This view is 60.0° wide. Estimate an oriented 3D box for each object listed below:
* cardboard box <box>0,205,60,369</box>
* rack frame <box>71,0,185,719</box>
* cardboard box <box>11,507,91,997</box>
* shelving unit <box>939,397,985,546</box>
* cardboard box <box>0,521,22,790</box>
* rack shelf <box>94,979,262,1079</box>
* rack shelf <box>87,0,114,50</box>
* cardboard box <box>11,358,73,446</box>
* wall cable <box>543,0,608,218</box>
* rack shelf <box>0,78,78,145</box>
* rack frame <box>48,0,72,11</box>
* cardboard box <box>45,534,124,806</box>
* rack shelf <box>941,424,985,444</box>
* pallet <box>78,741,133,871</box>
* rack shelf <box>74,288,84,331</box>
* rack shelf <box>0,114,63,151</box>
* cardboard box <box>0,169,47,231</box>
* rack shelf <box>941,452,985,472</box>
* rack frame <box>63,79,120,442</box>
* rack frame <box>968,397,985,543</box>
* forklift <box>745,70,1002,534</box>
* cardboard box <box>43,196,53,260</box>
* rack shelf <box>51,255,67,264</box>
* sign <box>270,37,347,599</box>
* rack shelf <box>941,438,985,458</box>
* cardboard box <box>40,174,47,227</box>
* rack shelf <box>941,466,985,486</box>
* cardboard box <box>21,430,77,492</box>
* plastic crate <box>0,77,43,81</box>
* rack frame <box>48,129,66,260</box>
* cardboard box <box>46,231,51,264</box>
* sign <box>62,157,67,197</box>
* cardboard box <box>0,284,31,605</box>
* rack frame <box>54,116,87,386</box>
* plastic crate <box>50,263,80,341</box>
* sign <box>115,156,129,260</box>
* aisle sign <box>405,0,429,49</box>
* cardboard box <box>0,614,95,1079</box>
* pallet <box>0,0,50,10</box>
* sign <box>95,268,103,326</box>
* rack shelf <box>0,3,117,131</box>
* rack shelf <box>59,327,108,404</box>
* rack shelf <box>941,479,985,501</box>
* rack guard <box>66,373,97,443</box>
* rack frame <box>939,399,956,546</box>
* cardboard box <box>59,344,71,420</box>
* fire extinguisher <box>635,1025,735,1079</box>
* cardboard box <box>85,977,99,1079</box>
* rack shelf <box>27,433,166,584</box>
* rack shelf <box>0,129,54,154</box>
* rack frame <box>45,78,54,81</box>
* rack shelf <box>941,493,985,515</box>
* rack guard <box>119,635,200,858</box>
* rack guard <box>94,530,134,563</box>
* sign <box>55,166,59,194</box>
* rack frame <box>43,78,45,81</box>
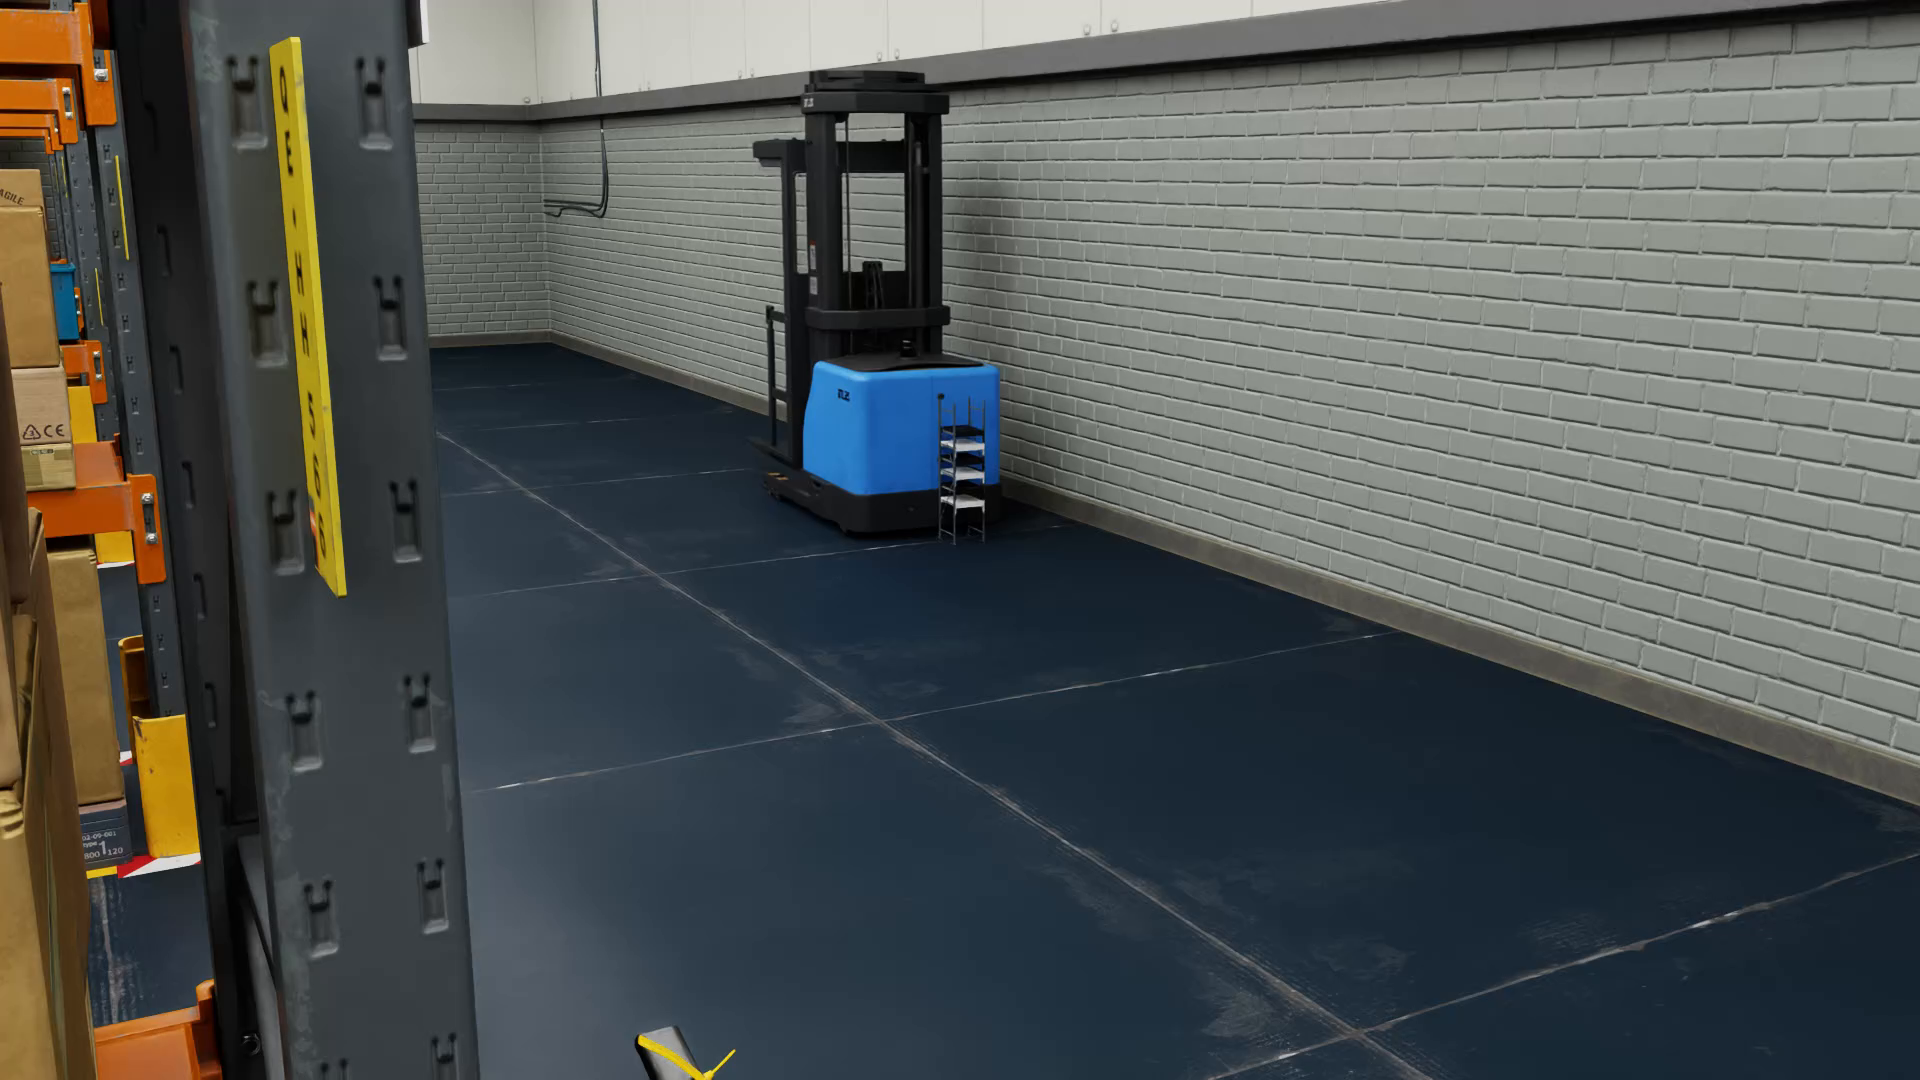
[{"bbox_3d":[-3.234,-0.825,5.399,0.500,0.500,0.500,-7,14,-27],"label":"cardboard box"},{"bbox_3d":[-2.932,-0.489,5.950,0.127,3.000,1.000,-7,14,-28],"label":"rack frame"},{"bbox_3d":[-1.171,0.278,1.638,0.500,0.500,0.500,-6,14,-25],"label":"cardboard box"},{"bbox_3d":[0.011,-0.437,10.503,0.210,0.900,0.258,-6,14,-24],"label":"shelving unit"},{"bbox_3d":[-0.927,-0.108,1.075,0.500,0.500,0.500,-7,15,-29],"label":"cardboard box"},{"bbox_3d":[-2.400,1.039,0.800,4.000,0.370,1.077,-7,14,-28],"label":"rack shelf"},{"bbox_3d":[-2.400,-0.425,0.470,4.000,0.370,1.077,-7,14,-28],"label":"rack shelf"},{"bbox_3d":[-3.230,-0.459,5.480,0.500,0.250,0.500,-7,15,-29],"label":"cardboard box"},{"bbox_3d":[-4.916,-5.291,20.695,0.112,2.526,3.097,-7,14,-28],"label":"wall cable"},{"bbox_3d":[-7.061,-2.345,9.006,4.000,0.370,1.077,-7,14,-28],"label":"rack shelf"},{"bbox_3d":[-5.305,-4.370,9.533,0.127,3.000,1.000,-7,14,-28],"label":"rack frame"},{"bbox_3d":[-3.455,0.425,5.769,0.875,0.875,0.875,-7,14,-28],"label":"cardboard box"},{"bbox_3d":[0.011,-0.668,10.451,0.200,0.077,0.258,-6,14,-24],"label":"rack shelf"},{"bbox_3d":[-3.596,0.971,5.815,1.213,0.211,1.003,-7,14,-28],"label":"pallet"},{"bbox_3d":[-9.431,-1.837,13.579,4.000,0.370,1.077,-7,14,-28],"label":"rack shelf"},{"bbox_3d":[-9.431,-3.300,13.249,4.000,0.370,1.077,-7,14,-28],"label":"rack shelf"},{"bbox_3d":[-7.934,-2.835,13.870,0.500,0.500,0.500,-7,14,-28],"label":"cardboard box"},{"bbox_3d":[0.011,-0.493,10.490,0.200,0.077,0.258,-6,14,-24],"label":"rack shelf"},{"bbox_3d":[-5.305,-1.443,10.191,0.127,3.000,1.000,-7,14,-28],"label":"rack frame"},{"bbox_3d":[0.103,-0.447,10.545,0.006,0.900,0.240,-6,14,-24],"label":"rack frame"},{"bbox_3d":[-0.784,-1.749,11.706,1.130,2.935,3.031,-6,14,-23],"label":"forklift"},{"bbox_3d":[-10.495,-3.443,18.395,0.700,0.700,0.980,-6,14,-25],"label":"cardboard box"},{"bbox_3d":[-11.808,-2.791,17.819,4.000,0.370,1.077,-7,14,-28],"label":"rack shelf"},{"bbox_3d":[-0.396,-0.132,1.009,0.005,0.325,0.100,-7,14,-28],"label":"sign"},{"bbox_3d":[0.011,-0.580,10.470,0.200,0.077,0.258,-6,14,-24],"label":"rack shelf"},{"bbox_3d":[-8.191,-2.939,14.332,0.500,0.500,0.500,-6,14,-26],"label":"cardboard box"},{"bbox_3d":[0.011,-0.405,10.510,0.200,0.077,0.258,-6,14,-24],"label":"rack shelf"},{"bbox_3d":[-3.087,-0.265,5.529,0.250,0.149,0.380,-7,14,-27],"label":"cardboard box"},{"bbox_3d":[-5.777,-2.856,9.935,0.590,0.269,0.497,-7,14,-28],"label":"plastic crate"},{"bbox_3d":[-10.052,-3.353,18.675,0.127,3.000,1.000,-7,14,-28],"label":"rack frame"},{"bbox_3d":[-7.938,-2.348,13.981,0.500,0.500,0.500,-6,14,-26],"label":"cardboard box"},{"bbox_3d":[-7.427,-3.008,13.788,0.005,0.325,0.100,-7,14,-28],"label":"sign"},{"bbox_3d":[-1.165,-0.208,1.519,0.500,0.500,0.500,-7,14,-28],"label":"cardboard box"},{"bbox_3d":[-7.675,-2.398,14.435,0.127,3.000,1.000,-7,14,-28],"label":"rack frame"},{"bbox_3d":[-5.510,-1.419,9.864,0.499,0.435,0.616,-7,14,-28],"label":"plastic crate"},{"bbox_3d":[-2.684,-1.063,5.326,0.005,0.325,0.100,-7,14,-28],"label":"sign"},{"bbox_3d":[-0.436,-0.741,1.147,0.004,0.787,0.394,-7,14,-28],"label":"aisle sign"},{"bbox_3d":[-0.915,0.380,1.181,0.500,0.500,0.500,-7,14,-27],"label":"cardboard box"},{"bbox_3d":[-3.578,-1.829,5.275,1.213,0.211,1.003,-7,14,-28],"label":"pallet"},{"bbox_3d":[-5.027,-1.419,9.710,0.005,0.325,0.100,-7,14,-28],"label":"sign"},{"bbox_3d":[-4.687,-1.391,4.765,4.000,0.370,1.077,-7,14,-28],"label":"rack shelf"},{"bbox_3d":[-7.061,-0.882,9.335,4.000,0.370,1.077,-7,14,-28],"label":"rack shelf"},{"bbox_3d":[0.011,-0.317,10.530,0.200,0.077,0.258,-6,14,-24],"label":"rack shelf"},{"bbox_3d":[-7.742,-1.171,14.674,0.348,0.500,1.175,-7,14,-28],"label":"rack guard"},{"bbox_3d":[-0.081,-0.428,10.460,0.006,0.900,0.240,-6,14,-24],"label":"rack frame"},{"bbox_3d":[-3.483,-0.562,5.941,0.500,0.250,0.500,-7,15,-29],"label":"cardboard box"},{"bbox_3d":[-0.202,0.760,1.427,0.183,0.674,0.296,-7,14,-28],"label":"fire extinguisher"},{"bbox_3d":[-1.085,0.571,1.812,0.250,0.149,0.380,-7,14,-28],"label":"cardboard box"},{"bbox_3d":[-4.687,0.072,5.094,4.000,0.370,1.077,-7,14,-28],"label":"rack shelf"},{"bbox_3d":[-11.808,-4.255,17.490,4.000,0.370,1.077,-7,14,-28],"label":"rack shelf"},{"bbox_3d":[-7.675,-5.325,13.776,0.127,3.000,1.000,-7,14,-28],"label":"rack frame"},{"bbox_3d":[0.011,-0.229,10.549,0.200,0.077,0.258,-6,14,-24],"label":"rack shelf"},{"bbox_3d":[-2.911,0.728,6.236,0.348,0.500,1.175,-7,14,-28],"label":"rack guard"},{"bbox_3d":[-5.290,-0.229,10.488,0.348,0.500,1.175,-7,14,-28],"label":"rack guard"},{"bbox_3d":[-9.804,-3.927,18.051,0.005,0.325,0.100,-7,14,-28],"label":"sign"},{"bbox_3d":[-10.052,-6.279,18.016,0.127,3.000,1.000,-7,14,-28],"label":"rack frame"}]
